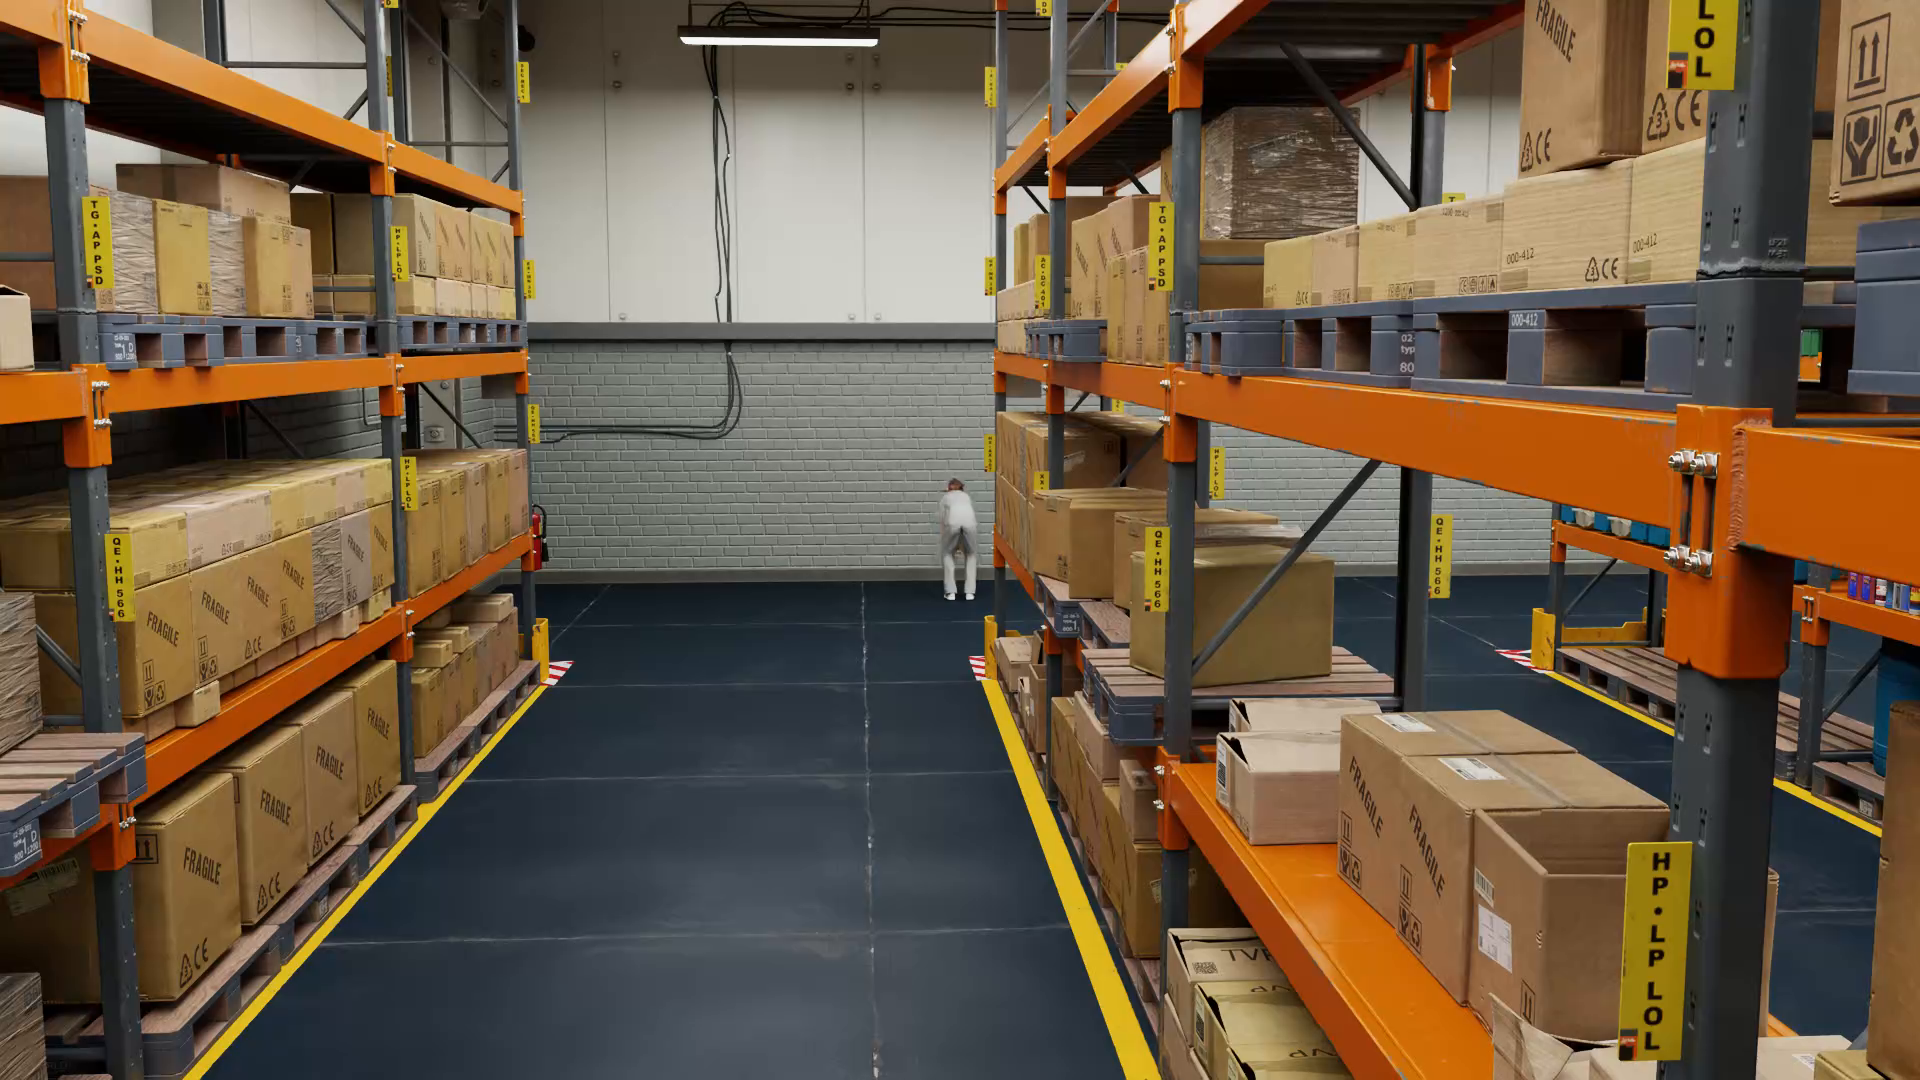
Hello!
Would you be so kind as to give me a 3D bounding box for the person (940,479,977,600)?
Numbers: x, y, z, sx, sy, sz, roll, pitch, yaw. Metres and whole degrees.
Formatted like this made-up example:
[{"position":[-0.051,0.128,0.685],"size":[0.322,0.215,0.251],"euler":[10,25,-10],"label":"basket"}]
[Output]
[{"position":[-0.022,-0.011,18.855],"size":[0.410,1.315,0.812],"euler":[-1,7,-5],"label":"person"}]
